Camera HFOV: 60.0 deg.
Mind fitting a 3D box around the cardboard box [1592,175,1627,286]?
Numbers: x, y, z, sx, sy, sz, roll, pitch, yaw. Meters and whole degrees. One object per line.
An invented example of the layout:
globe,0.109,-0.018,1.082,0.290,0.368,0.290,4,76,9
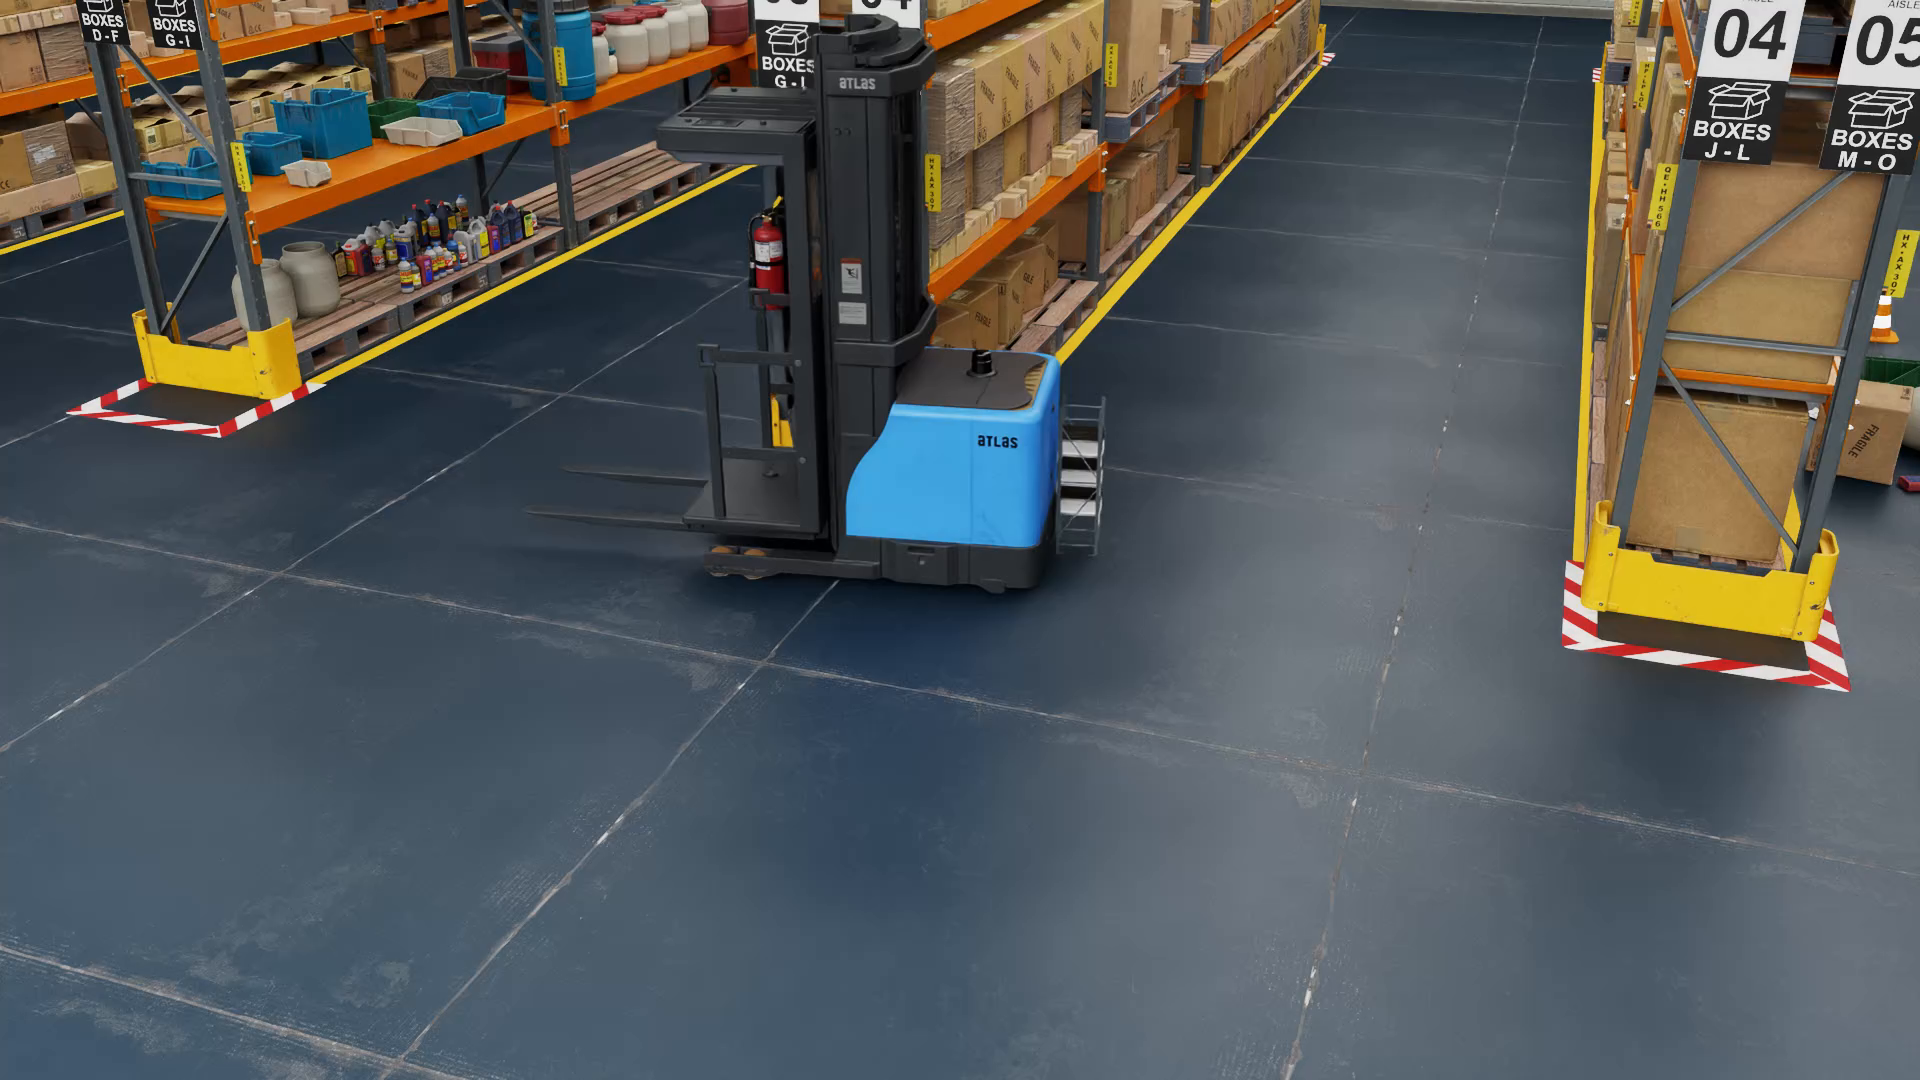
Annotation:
cardboard box,5.751,-2.463,13.494,1.050,0.750,0.750,9,27,17

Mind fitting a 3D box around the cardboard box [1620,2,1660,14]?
cardboard box,6.452,-4.980,15.718,0.380,0.149,0.250,8,27,17

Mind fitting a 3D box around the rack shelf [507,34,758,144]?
rack shelf,-3.345,-4.599,16.633,1.077,0.370,4.000,9,27,17

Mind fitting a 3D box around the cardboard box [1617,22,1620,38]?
cardboard box,6.458,-4.855,15.800,0.380,0.149,0.250,10,28,19

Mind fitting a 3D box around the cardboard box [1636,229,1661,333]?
cardboard box,4.216,-1.434,9.098,0.875,0.550,0.550,9,27,17

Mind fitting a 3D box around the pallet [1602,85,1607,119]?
pallet,8.561,-5.439,20.741,1.003,0.211,1.213,9,27,17

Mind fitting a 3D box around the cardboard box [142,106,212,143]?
cardboard box,-8.136,-4.364,17.350,0.500,0.311,0.500,8,27,17

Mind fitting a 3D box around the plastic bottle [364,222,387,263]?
plastic bottle,-4.936,-2.507,14.020,0.144,0.351,0.185,10,28,20

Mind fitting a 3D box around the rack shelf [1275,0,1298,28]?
rack shelf,3.988,-7.169,21.939,1.077,0.370,4.000,9,27,17

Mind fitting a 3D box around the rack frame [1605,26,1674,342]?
rack frame,5.304,-2.622,11.724,1.000,3.000,0.127,9,27,17

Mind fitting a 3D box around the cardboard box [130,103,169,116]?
cardboard box,-8.648,-4.448,17.524,0.500,0.311,0.500,10,27,19

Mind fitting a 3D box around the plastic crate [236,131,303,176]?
plastic crate,-5.235,-2.906,12.480,0.499,0.251,0.408,9,27,17

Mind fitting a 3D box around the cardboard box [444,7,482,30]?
cardboard box,-6.741,-6.945,22.155,0.500,0.250,0.500,9,27,18

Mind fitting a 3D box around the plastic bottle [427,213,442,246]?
plastic bottle,-4.604,-2.723,14.557,0.097,0.271,0.097,0,26,0

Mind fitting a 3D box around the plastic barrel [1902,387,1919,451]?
plastic barrel,6.373,-0.774,10.863,0.421,0.421,0.512,-14,29,-27

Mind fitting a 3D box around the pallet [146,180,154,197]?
pallet,-8.472,-3.875,17.510,1.003,0.211,1.213,9,27,17

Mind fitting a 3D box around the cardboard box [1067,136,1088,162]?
cardboard box,0.774,-3.038,12.870,0.380,0.149,0.250,9,27,17

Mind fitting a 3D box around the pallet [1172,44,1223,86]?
pallet,1.855,-4.632,16.095,1.213,0.211,1.003,9,27,17

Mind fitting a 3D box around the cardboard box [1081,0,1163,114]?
cardboard box,1.057,-4.148,13.705,1.000,1.000,1.000,9,27,18

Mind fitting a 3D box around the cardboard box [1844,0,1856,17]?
cardboard box,4.390,-2.544,7.811,0.380,0.149,0.250,9,27,18

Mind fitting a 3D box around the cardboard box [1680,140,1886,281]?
cardboard box,4.133,-1.679,8.364,0.875,0.550,0.550,9,27,17

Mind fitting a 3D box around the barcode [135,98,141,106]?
barcode,-8.202,-4.371,16.597,0.001,0.075,0.075,9,27,17

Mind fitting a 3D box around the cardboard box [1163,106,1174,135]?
cardboard box,1.797,-4.158,16.398,0.500,0.250,0.500,10,28,20

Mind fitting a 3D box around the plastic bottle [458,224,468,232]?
plastic bottle,-4.229,-2.563,14.214,0.061,0.283,0.133,9,27,17

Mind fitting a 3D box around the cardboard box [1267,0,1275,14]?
cardboard box,3.425,-6.484,19.585,0.500,0.500,0.500,9,27,18

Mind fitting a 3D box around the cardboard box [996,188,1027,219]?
cardboard box,0.240,-2.311,11.369,0.380,0.149,0.250,9,27,17

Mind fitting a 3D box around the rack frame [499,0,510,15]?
rack frame,-6.018,-8.109,23.055,1.000,3.000,0.127,9,27,17

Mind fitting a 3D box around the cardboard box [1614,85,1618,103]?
cardboard box,7.296,-4.827,17.803,0.500,0.250,0.500,10,27,19

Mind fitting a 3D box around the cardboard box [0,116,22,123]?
cardboard box,-9.288,-3.758,15.883,0.500,0.500,0.500,9,27,17

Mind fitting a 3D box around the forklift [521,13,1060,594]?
forklift,-0.982,-1.319,9.111,3.031,2.935,1.130,4,26,9

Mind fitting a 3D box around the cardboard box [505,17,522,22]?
cardboard box,-5.912,-6.937,23.000,0.500,0.500,0.500,9,27,17

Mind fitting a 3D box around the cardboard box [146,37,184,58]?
cardboard box,-8.192,-5.043,17.011,0.380,0.149,0.250,9,27,17

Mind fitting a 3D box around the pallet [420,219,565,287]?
pallet,-4.273,-2.576,14.829,1.003,0.211,1.213,9,27,17

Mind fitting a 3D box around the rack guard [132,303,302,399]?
rack guard,-5.360,-1.371,12.007,1.175,0.500,0.348,9,27,17

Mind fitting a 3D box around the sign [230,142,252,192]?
sign,-4.824,-2.501,11.155,0.100,0.325,0.005,9,27,17

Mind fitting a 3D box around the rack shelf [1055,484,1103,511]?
rack shelf,0.684,-0.252,9.521,0.258,0.077,0.200,4,26,8

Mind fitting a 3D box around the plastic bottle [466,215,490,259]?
plastic bottle,-4.124,-2.589,14.190,0.144,0.351,0.185,9,27,17

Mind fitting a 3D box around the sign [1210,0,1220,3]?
sign,2.507,-5.438,16.301,0.100,0.325,0.005,9,27,17

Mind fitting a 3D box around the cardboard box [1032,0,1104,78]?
cardboard box,0.770,-3.787,12.526,0.500,0.500,0.500,9,27,17

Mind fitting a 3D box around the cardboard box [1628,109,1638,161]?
cardboard box,5.394,-3.128,12.654,0.500,0.500,0.500,8,27,17

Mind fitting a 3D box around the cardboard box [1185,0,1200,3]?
cardboard box,2.250,-5.821,17.065,0.797,0.503,0.637,10,27,19

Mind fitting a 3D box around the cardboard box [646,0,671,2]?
cardboard box,-4.635,-8.566,26.364,0.500,0.500,0.500,9,27,17

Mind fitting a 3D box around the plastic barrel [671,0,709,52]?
plastic barrel,-2.820,-5.342,17.212,0.421,0.512,0.421,0,26,0

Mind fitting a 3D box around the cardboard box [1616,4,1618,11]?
cardboard box,7.058,-5.593,17.325,0.380,0.149,0.250,10,28,20

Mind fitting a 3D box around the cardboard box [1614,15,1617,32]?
cardboard box,6.885,-5.250,16.958,0.380,0.149,0.250,7,27,15

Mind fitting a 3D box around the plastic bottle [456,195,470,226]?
plastic bottle,-4.530,-3.004,15.138,0.097,0.271,0.097,0,26,0

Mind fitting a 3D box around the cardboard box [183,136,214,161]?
cardboard box,-8.141,-4.112,17.475,0.500,0.250,0.500,9,27,19

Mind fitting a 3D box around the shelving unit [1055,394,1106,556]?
shelving unit,0.684,-0.363,9.468,0.258,0.900,0.210,4,26,8

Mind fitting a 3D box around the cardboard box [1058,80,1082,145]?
cardboard box,0.453,-3.386,12.845,0.875,0.500,0.500,9,27,17

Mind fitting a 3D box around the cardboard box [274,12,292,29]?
cardboard box,-7.720,-5.820,18.616,0.380,0.149,0.250,11,28,21

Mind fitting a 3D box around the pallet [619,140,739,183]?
pallet,-2.973,-4.177,18.135,1.003,0.211,1.213,9,27,17

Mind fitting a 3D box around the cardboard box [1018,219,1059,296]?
cardboard box,0.490,-2.288,13.421,0.500,0.500,0.500,8,27,16

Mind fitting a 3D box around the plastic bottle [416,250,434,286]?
plastic bottle,-4.351,-2.223,13.512,0.061,0.283,0.133,9,27,18

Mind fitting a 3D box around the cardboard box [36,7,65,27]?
cardboard box,-8.653,-4.914,15.598,0.380,0.149,0.250,8,27,16
